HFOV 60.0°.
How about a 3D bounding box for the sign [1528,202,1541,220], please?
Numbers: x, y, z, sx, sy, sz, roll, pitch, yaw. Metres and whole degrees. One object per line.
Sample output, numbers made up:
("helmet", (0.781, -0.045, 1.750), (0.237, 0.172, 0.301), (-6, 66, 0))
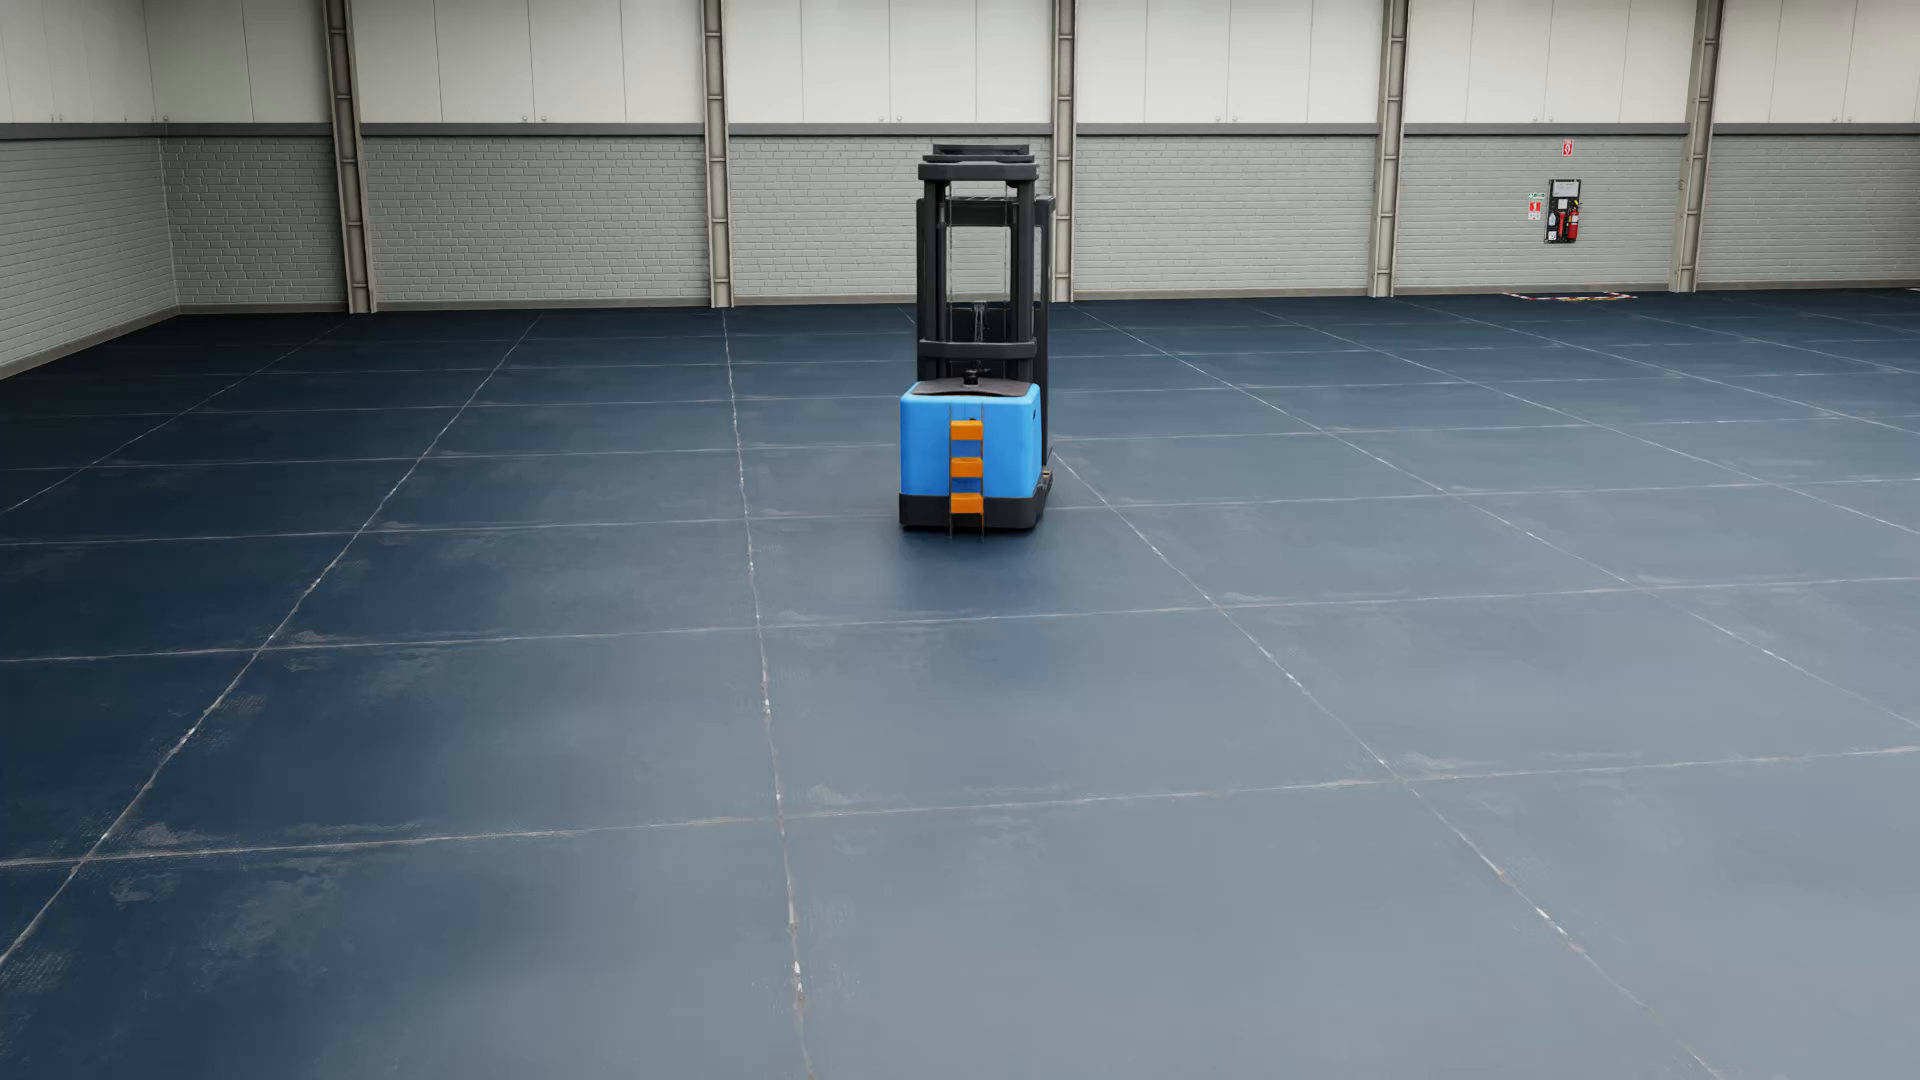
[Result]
("sign", (10.660, -6.109, 30.841), (0.234, 0.329, 0.001), (-2, 14, -8))

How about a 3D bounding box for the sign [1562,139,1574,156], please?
("sign", (11.199, -7.235, 30.639), (0.199, 0.298, 0.001), (-2, 14, -8))

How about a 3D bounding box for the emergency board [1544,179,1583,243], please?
("emergency board", (11.222, -6.087, 30.826), (0.643, 1.169, 0.194), (-2, 14, -8))

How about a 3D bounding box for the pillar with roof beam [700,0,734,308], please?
("pillar with roof beam", (-3.486, -7.389, 23.687), (0.400, 9.000, 9.100), (-2, 14, -8))

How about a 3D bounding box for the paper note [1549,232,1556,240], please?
("paper note", (11.037, -5.670, 30.974), (0.142, 0.148, 0.016), (-2, 14, -8))

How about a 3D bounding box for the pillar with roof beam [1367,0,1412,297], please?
("pillar with roof beam", (8.380, -7.824, 25.421), (0.400, 9.000, 9.100), (-2, 14, -8))

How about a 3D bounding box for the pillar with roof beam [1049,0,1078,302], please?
("pillar with roof beam", (2.447, -7.607, 24.554), (0.400, 9.000, 9.100), (-2, 14, -8))

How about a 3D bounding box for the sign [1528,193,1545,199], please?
("sign", (10.666, -6.364, 30.769), (0.331, 0.109, 0.001), (-2, 14, -8))

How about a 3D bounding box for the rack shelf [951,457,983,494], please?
("rack shelf", (0.049, -0.496, 12.586), (0.240, 0.259, 0.215), (-1, 14, -2))

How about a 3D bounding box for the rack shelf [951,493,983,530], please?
("rack shelf", (0.049, -0.227, 12.654), (0.240, 0.259, 0.215), (-1, 14, -2))

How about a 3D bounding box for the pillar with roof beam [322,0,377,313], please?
("pillar with roof beam", (-9.419, -7.172, 22.820), (0.400, 9.000, 9.100), (-2, 14, -8))

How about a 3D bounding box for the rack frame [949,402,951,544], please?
("rack frame", (-0.073, -0.505, 12.579), (0.008, 1.050, 0.200), (-1, 14, -2))

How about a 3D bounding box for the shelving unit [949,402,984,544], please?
("shelving unit", (0.049, -0.507, 12.583), (0.252, 1.050, 0.215), (-1, 14, -2))

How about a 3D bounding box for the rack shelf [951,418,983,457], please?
("rack shelf", (0.049, -0.772, 12.517), (0.240, 0.259, 0.215), (-1, 14, -2))

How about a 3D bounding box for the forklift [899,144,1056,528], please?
("forklift", (0.218, -1.819, 13.949), (1.130, 2.935, 3.031), (2, 14, 7))

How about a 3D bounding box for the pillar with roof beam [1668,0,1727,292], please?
("pillar with roof beam", (14.313, -8.042, 26.288), (0.400, 9.000, 9.100), (-2, 14, -8))

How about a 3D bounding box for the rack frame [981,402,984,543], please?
("rack frame", (0.171, -0.508, 12.588), (0.008, 1.050, 0.200), (-1, 14, -2))
